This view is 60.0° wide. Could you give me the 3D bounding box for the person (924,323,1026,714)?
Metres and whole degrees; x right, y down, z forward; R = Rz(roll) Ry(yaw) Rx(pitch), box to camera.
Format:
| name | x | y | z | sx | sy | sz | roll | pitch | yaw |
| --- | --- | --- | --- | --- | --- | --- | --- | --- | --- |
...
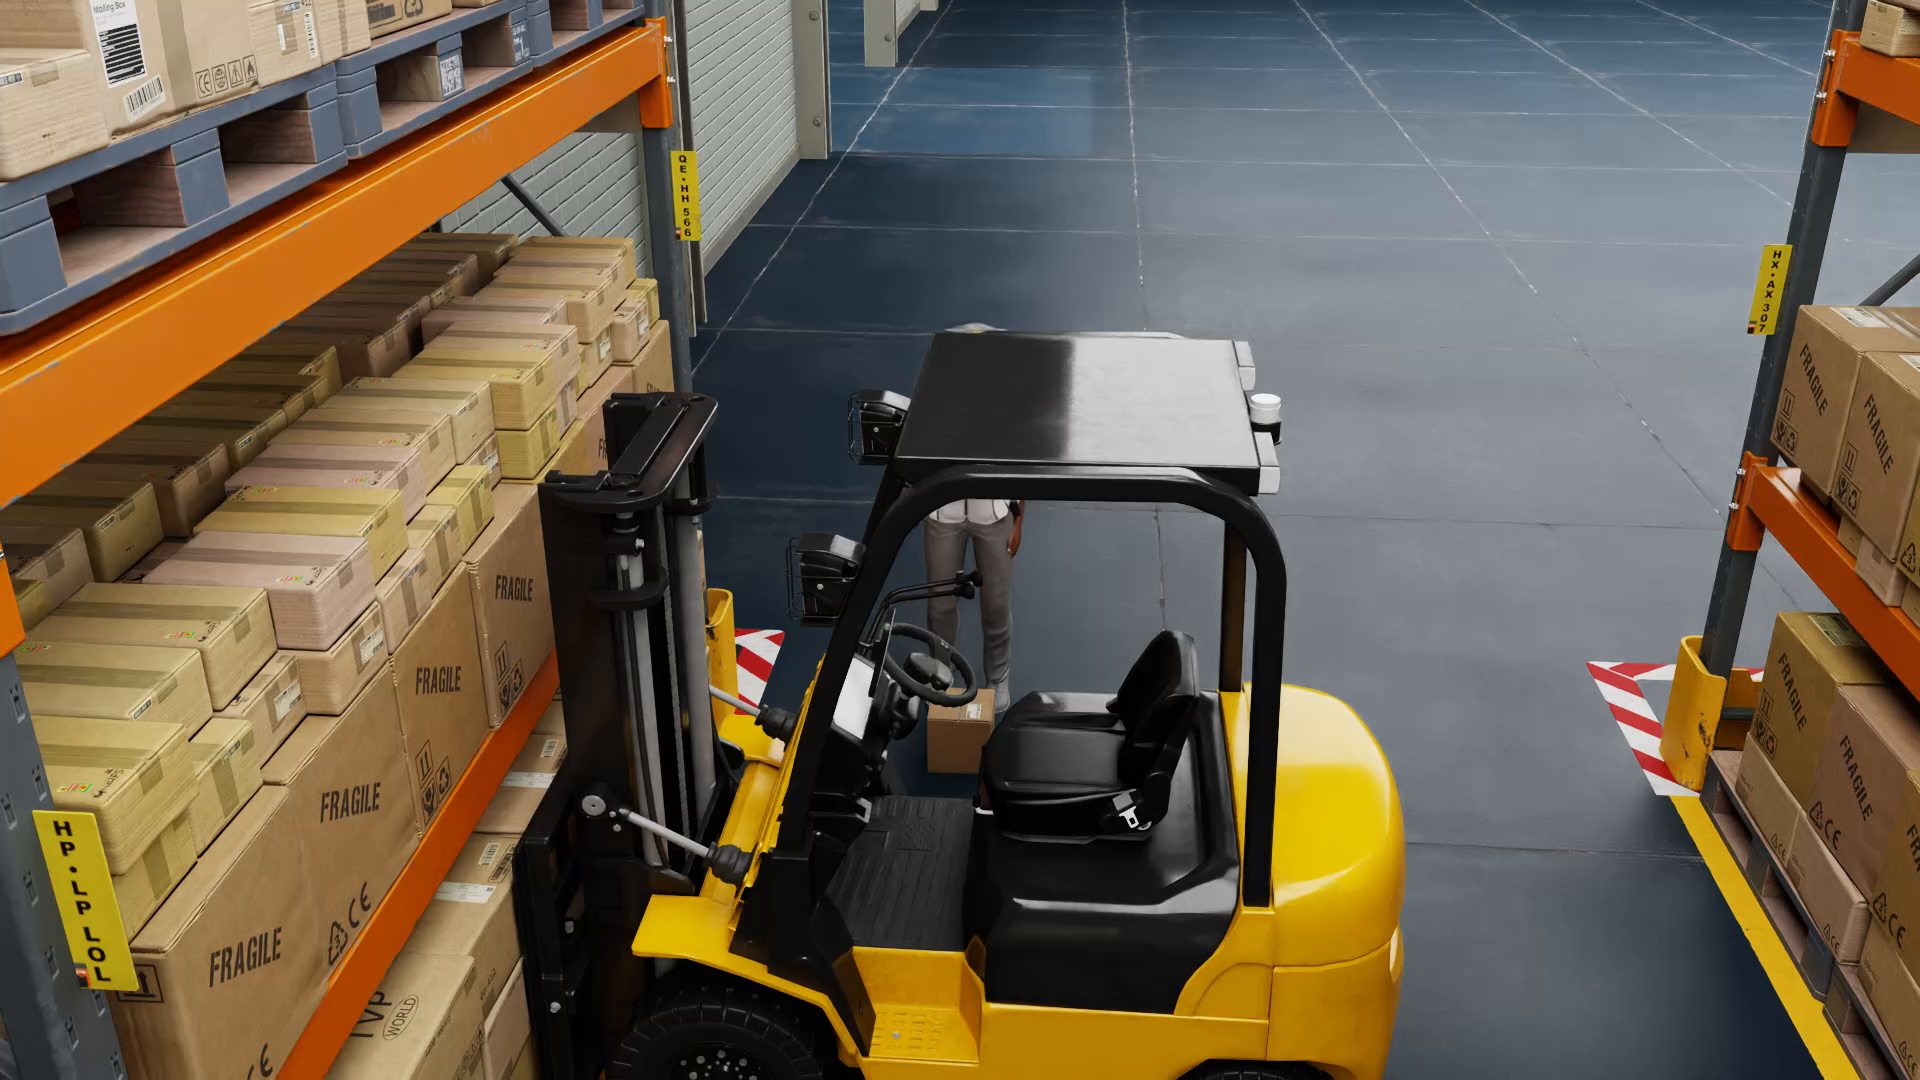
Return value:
| name | x | y | z | sx | sy | sz | roll | pitch | yaw |
| --- | --- | --- | --- | --- | --- | --- | --- | --- | --- |
| person | 0.056 | -0.076 | 6.783 | 0.437 | 1.681 | 0.341 | 2 | 25 | 5 |
